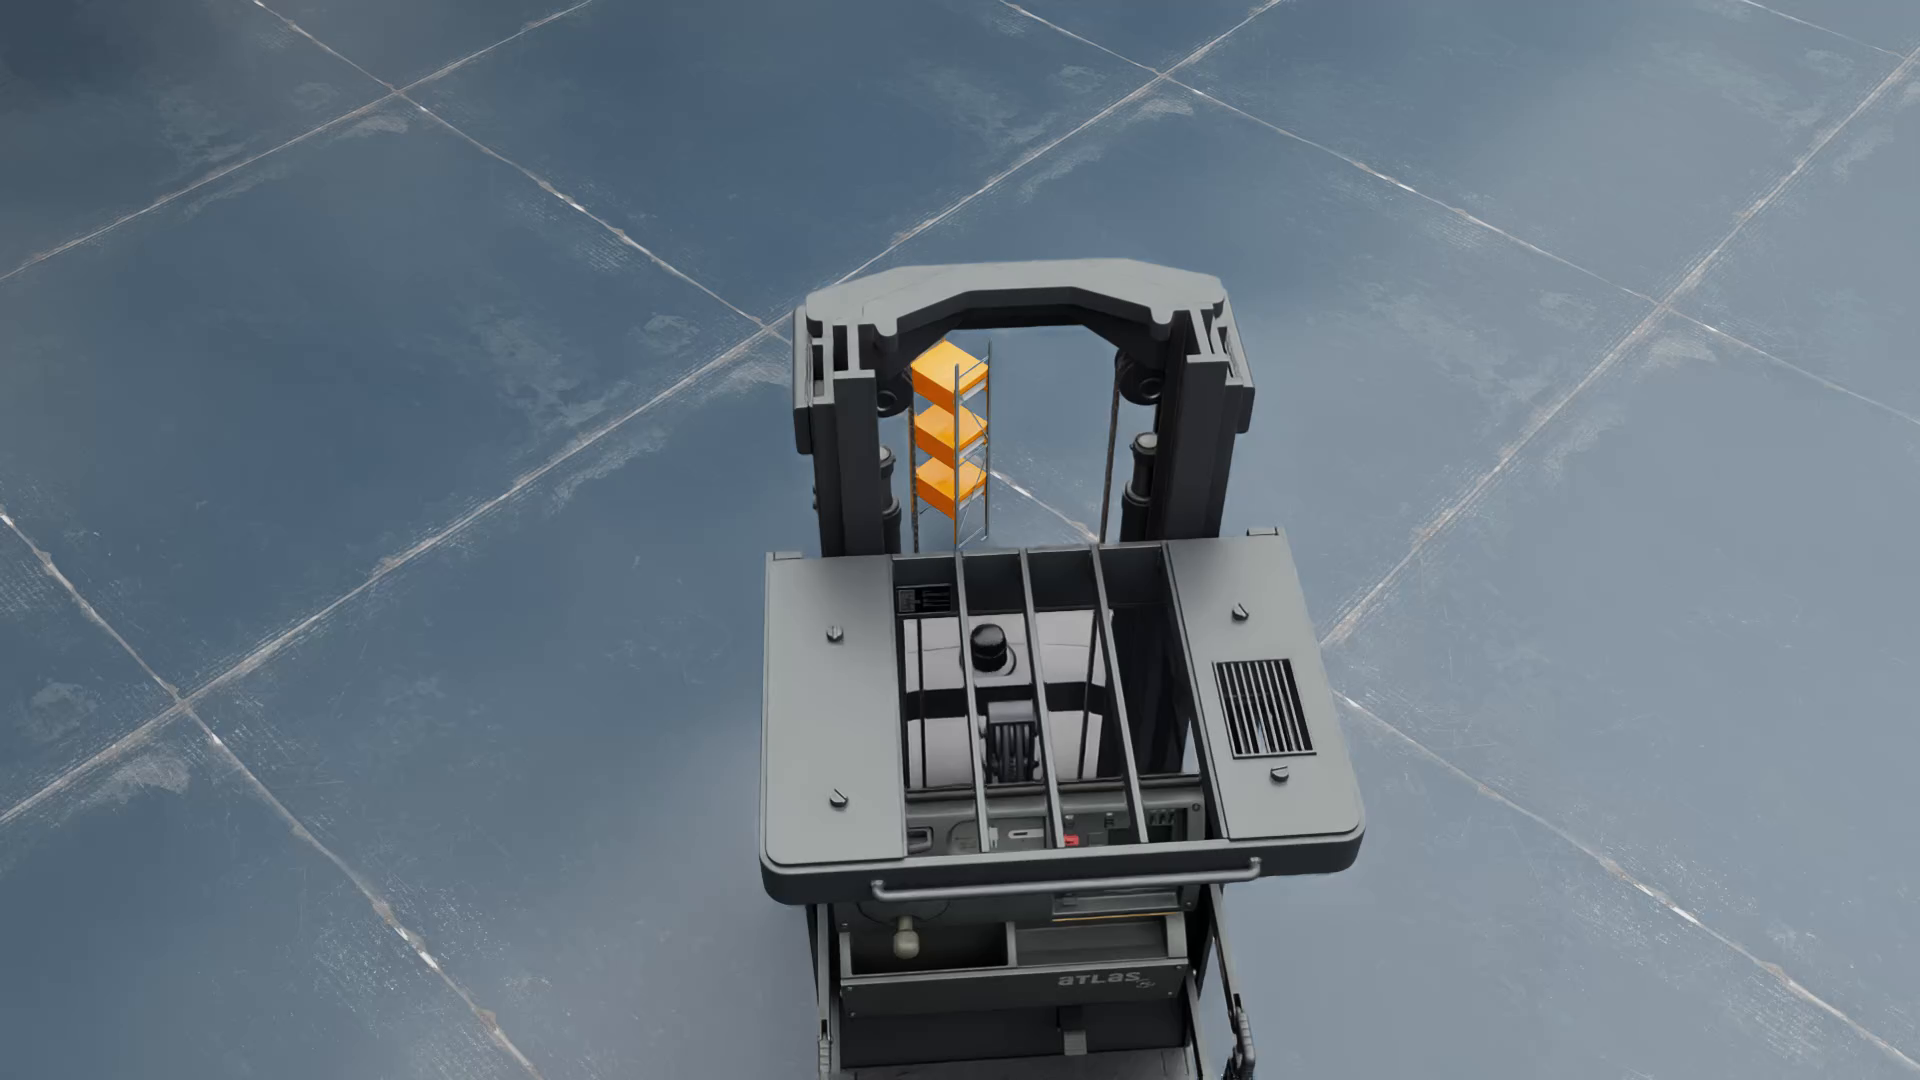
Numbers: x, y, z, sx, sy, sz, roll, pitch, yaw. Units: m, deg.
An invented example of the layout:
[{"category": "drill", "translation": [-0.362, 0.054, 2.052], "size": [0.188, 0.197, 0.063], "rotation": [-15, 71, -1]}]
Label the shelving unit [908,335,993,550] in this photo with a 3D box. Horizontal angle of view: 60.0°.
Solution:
[{"category": "shelving unit", "translation": [-0.039, -0.386, 6.501], "size": [0.252, 1.050, 0.215], "rotation": [34, 55, 28]}]

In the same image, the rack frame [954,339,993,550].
[{"category": "rack frame", "translation": [0.050, -0.326, 6.444], "size": [0.008, 1.050, 0.200], "rotation": [34, 55, 28]}]

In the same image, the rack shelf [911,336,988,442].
[{"category": "rack shelf", "translation": [-0.039, -0.573, 6.301], "size": [0.240, 0.259, 0.215], "rotation": [34, 55, 28]}]

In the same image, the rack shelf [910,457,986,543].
[{"category": "rack shelf", "translation": [-0.039, -0.188, 6.711], "size": [0.240, 0.259, 0.215], "rotation": [34, 55, 28]}]

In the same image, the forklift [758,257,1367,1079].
[{"category": "forklift", "translation": [0.159, 0.923, 3.981], "size": [1.130, 2.935, 3.031], "rotation": [-3, 47, -3]}]

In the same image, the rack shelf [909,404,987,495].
[{"category": "rack shelf", "translation": [-0.039, -0.379, 6.508], "size": [0.240, 0.259, 0.215], "rotation": [34, 55, 28]}]

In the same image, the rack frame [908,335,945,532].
[{"category": "rack frame", "translation": [-0.129, -0.446, 6.557], "size": [0.008, 1.050, 0.200], "rotation": [34, 55, 28]}]
